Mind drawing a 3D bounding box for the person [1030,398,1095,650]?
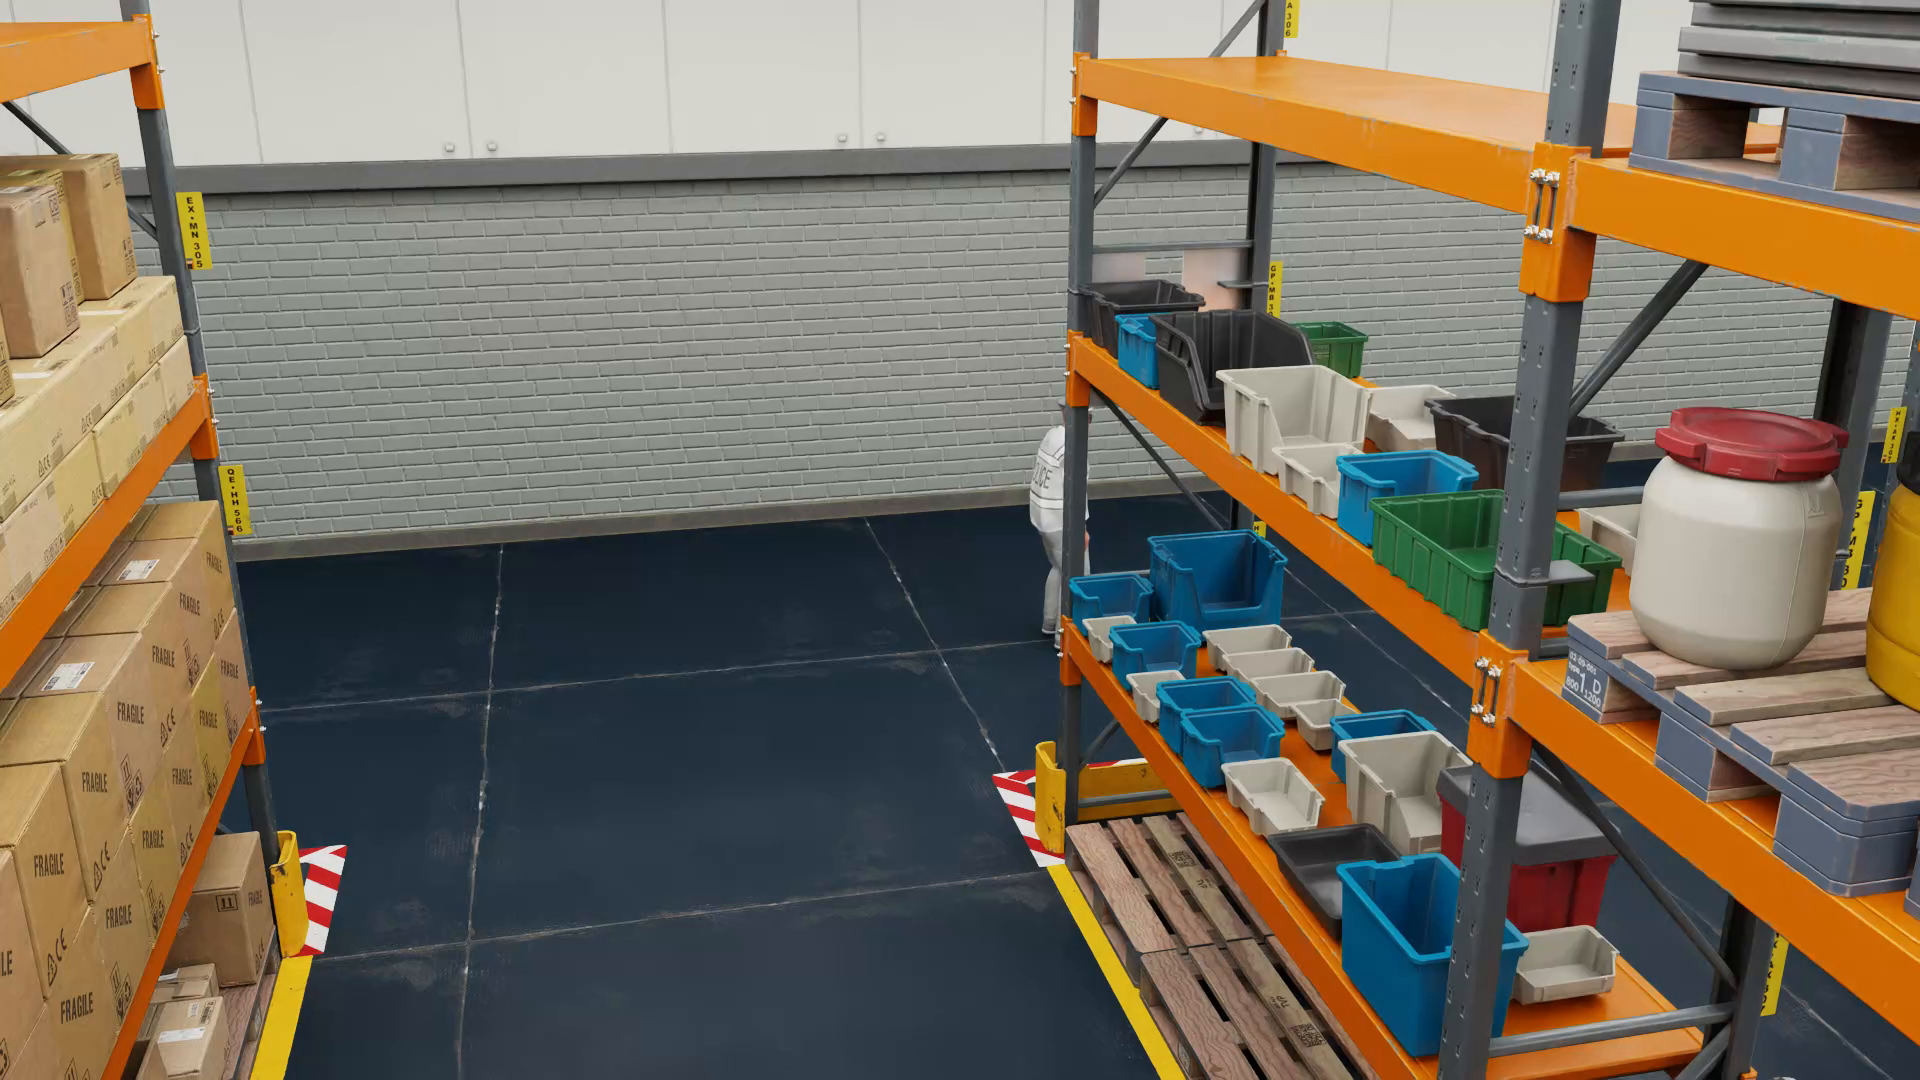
[{"bbox_3d":[0.717,-0.129,11.423,0.445,1.747,0.595,-6,20,-15],"label":"person"}]
